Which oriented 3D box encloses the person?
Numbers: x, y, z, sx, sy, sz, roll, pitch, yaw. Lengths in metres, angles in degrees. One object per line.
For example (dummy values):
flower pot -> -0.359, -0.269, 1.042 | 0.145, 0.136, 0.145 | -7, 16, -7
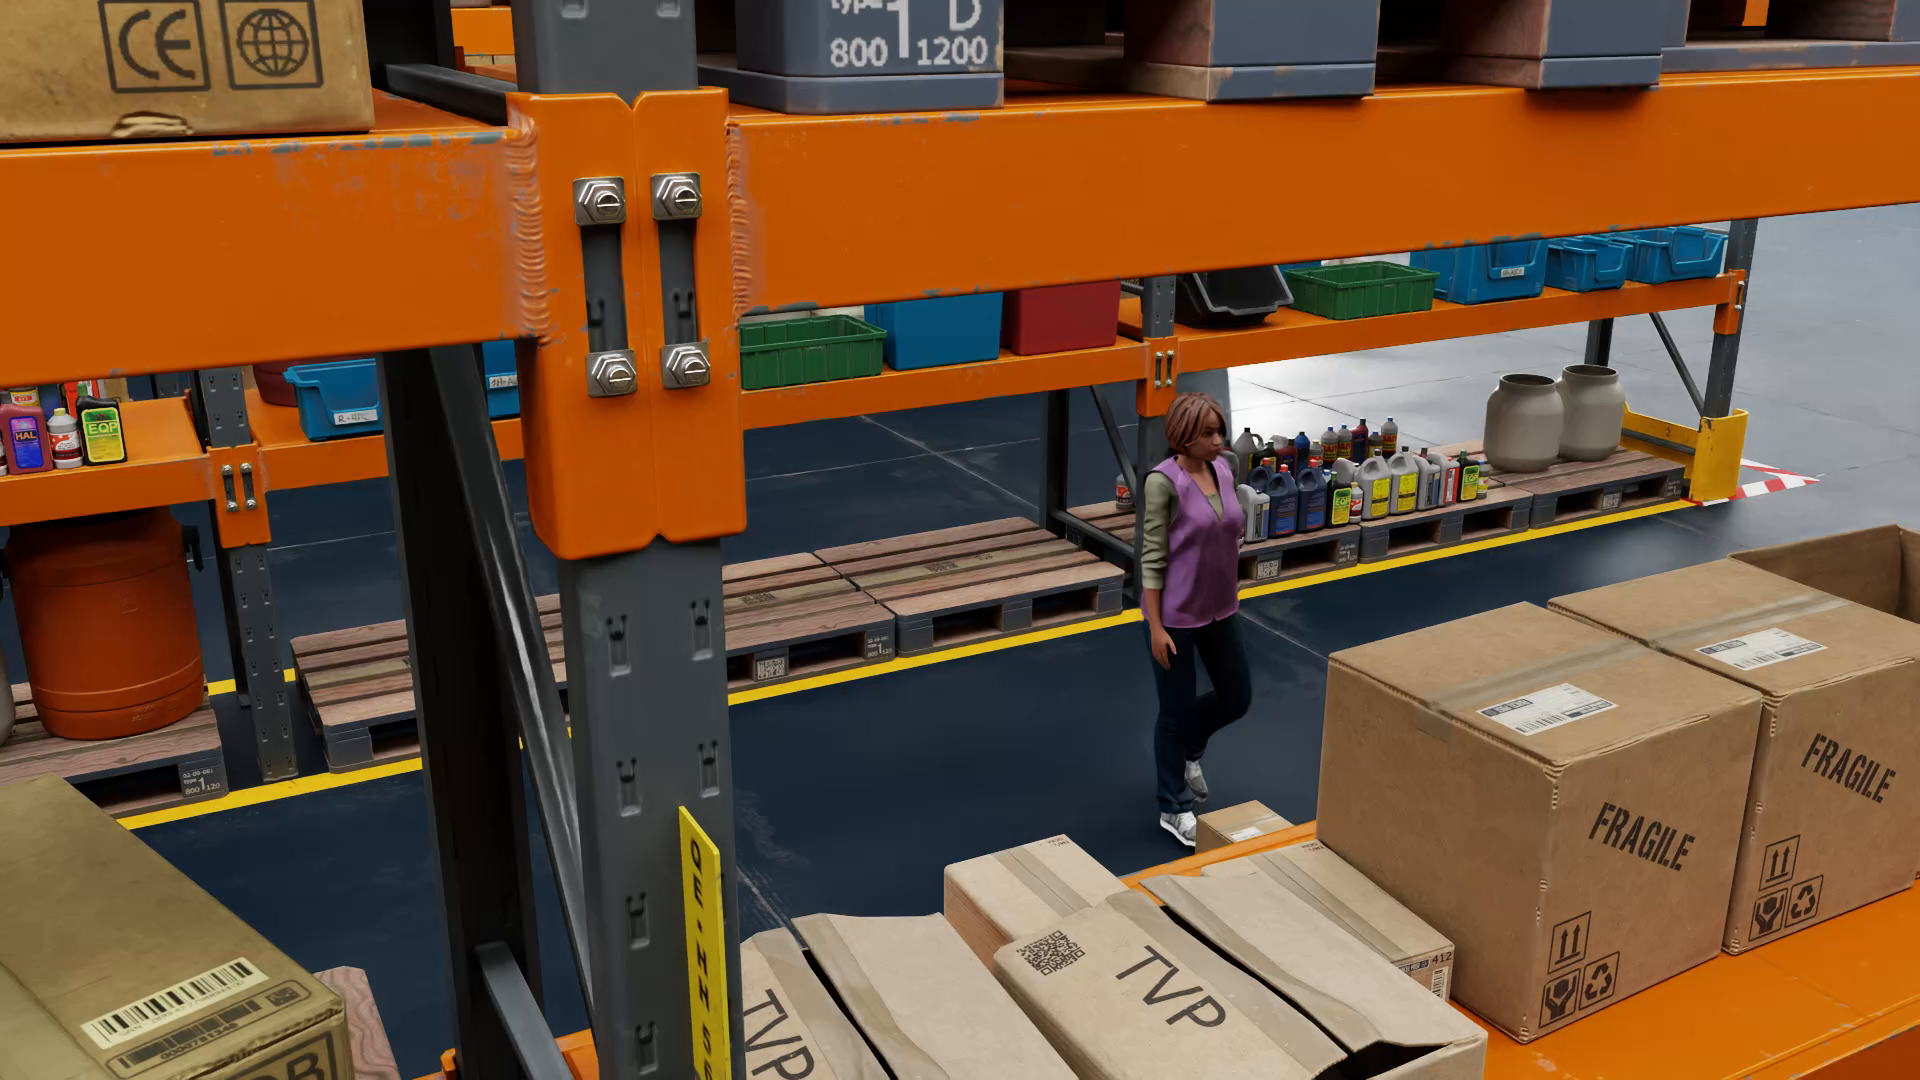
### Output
person -> 0.783, 0.264, 5.762 | 0.438, 1.598, 0.481 | -13, 22, -33
